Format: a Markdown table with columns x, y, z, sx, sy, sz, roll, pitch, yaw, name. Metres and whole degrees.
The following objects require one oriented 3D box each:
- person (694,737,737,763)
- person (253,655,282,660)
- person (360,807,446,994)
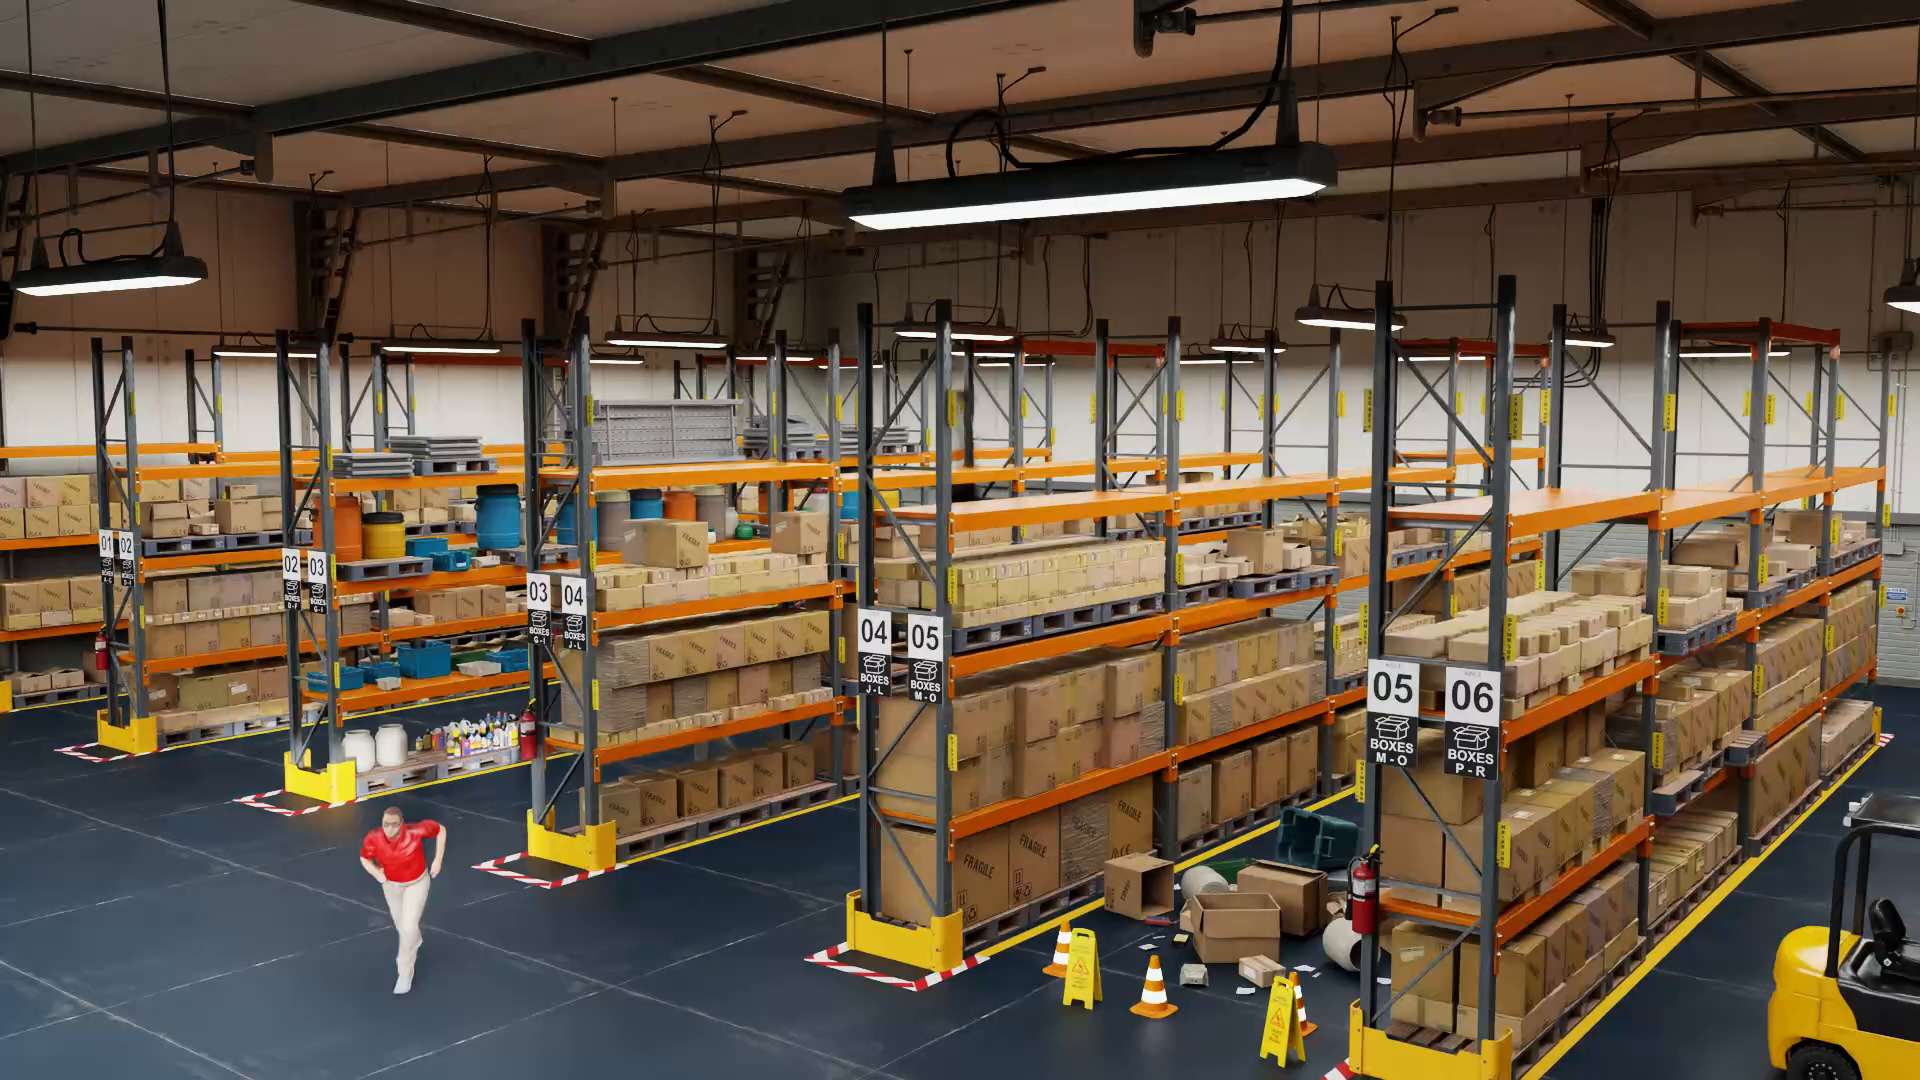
| x | y | z | sx | sy | sz | roll | pitch | yaw | name |
| --- | --- | --- | --- | --- | --- | --- | --- | --- | --- |
| -3.360 | 2.413 | 22.562 | 0.706 | 1.721 | 1.015 | 5 | 7 | 43 | person |
| -11.551 | 1.951 | 27.699 | 0.584 | 1.610 | 0.642 | 2 | 6 | 26 | person |
| -4.890 | 3.108 | 14.721 | 0.707 | 1.696 | 1.014 | 0 | 5 | -5 | person |
